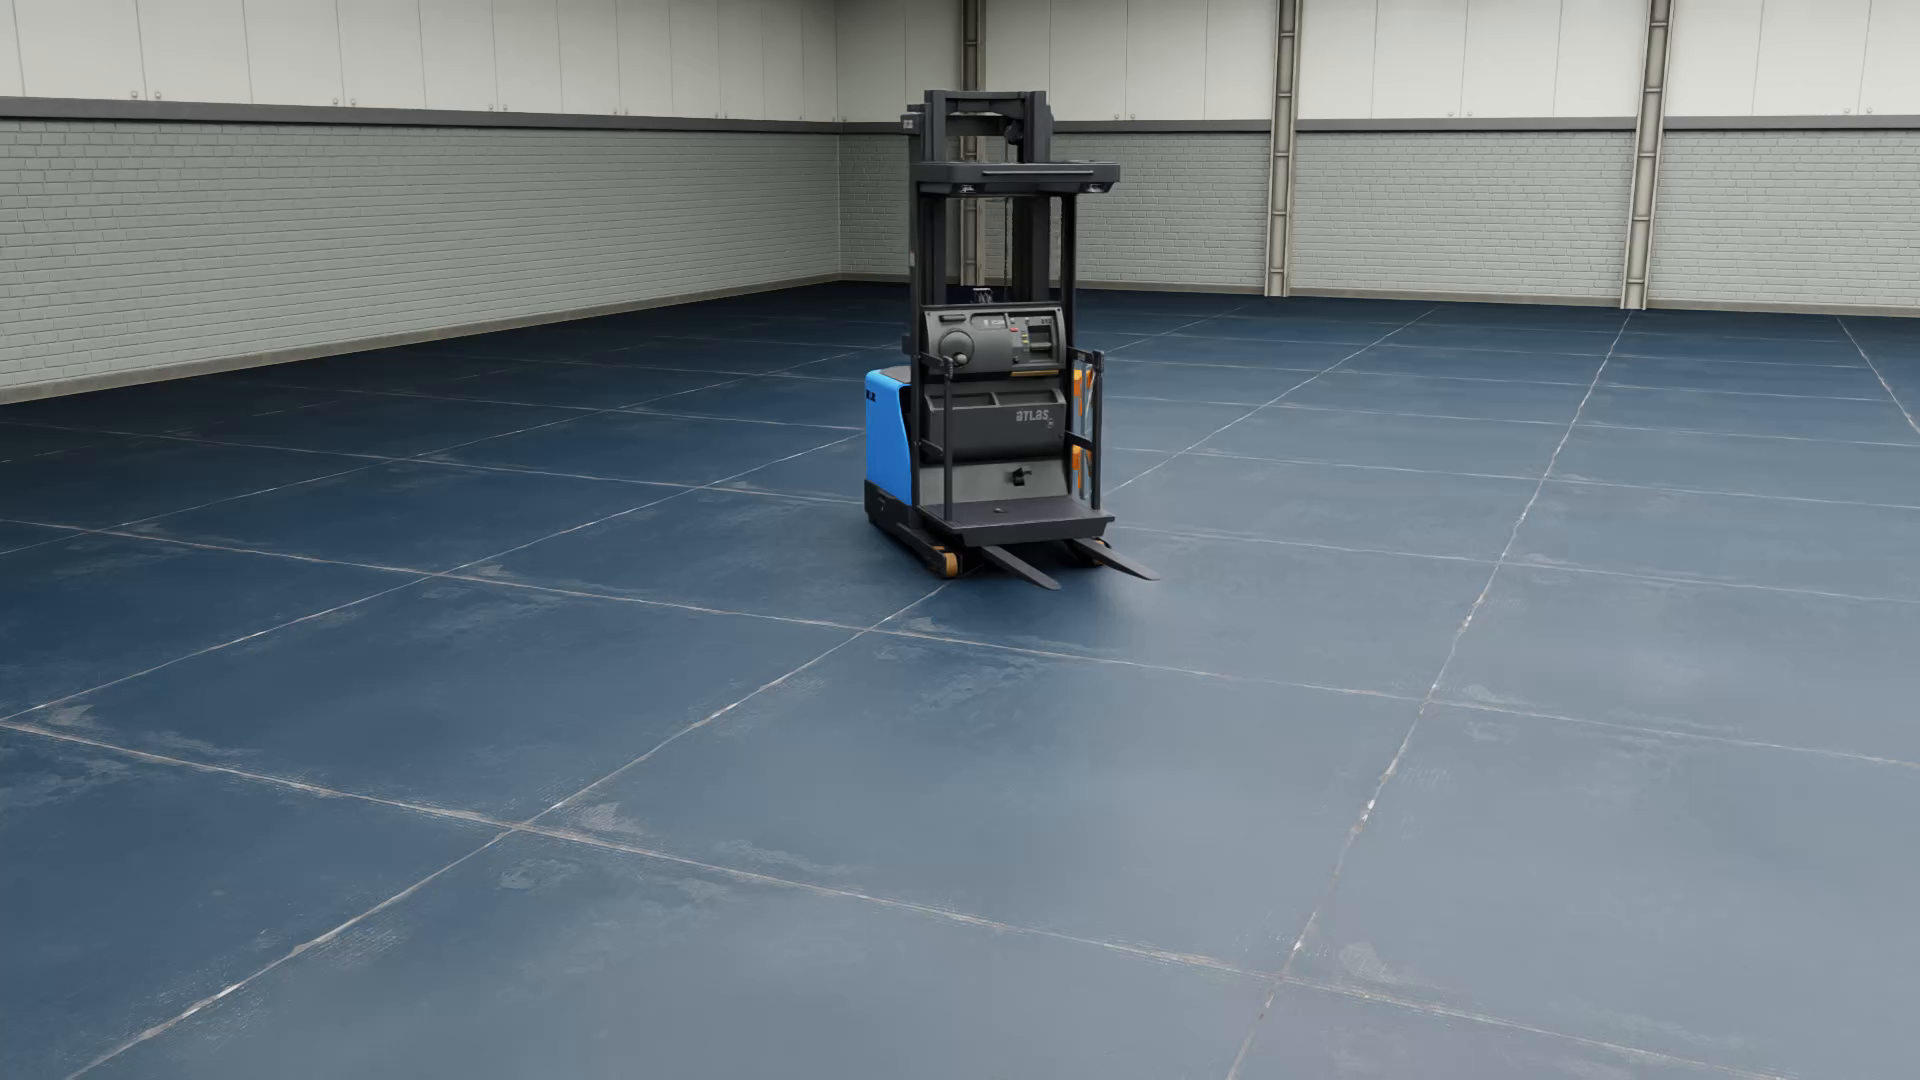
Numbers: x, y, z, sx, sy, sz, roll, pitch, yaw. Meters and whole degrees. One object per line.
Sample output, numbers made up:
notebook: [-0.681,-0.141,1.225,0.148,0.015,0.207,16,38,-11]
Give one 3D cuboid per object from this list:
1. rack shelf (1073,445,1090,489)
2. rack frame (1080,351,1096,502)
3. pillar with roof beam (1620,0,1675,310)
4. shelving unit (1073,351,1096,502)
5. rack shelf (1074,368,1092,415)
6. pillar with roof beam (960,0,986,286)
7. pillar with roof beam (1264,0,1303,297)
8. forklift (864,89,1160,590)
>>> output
rack shelf: [0.448,-0.589,12.374,1.000,0.278,0.538,3,14,13]
rack frame: [0.942,-0.799,12.200,0.032,1.125,0.500,3,14,13]
pillar with roof beam: [9.476,-7.343,22.851,0.400,9.000,9.100,6,14,23]
shelving unit: [0.448,-0.827,12.318,1.048,1.125,0.538,3,14,13]
rack shelf: [0.448,-1.112,12.251,1.000,0.278,0.538,3,14,13]
pillar with roof beam: [-1.496,-8.454,27.583,0.400,9.000,9.100,6,14,23]
pillar with roof beam: [3.990,-7.898,25.217,0.400,9.000,9.100,6,14,23]
forklift: [0.301,-1.291,10.341,1.130,2.935,3.031,-5,14,-19]
